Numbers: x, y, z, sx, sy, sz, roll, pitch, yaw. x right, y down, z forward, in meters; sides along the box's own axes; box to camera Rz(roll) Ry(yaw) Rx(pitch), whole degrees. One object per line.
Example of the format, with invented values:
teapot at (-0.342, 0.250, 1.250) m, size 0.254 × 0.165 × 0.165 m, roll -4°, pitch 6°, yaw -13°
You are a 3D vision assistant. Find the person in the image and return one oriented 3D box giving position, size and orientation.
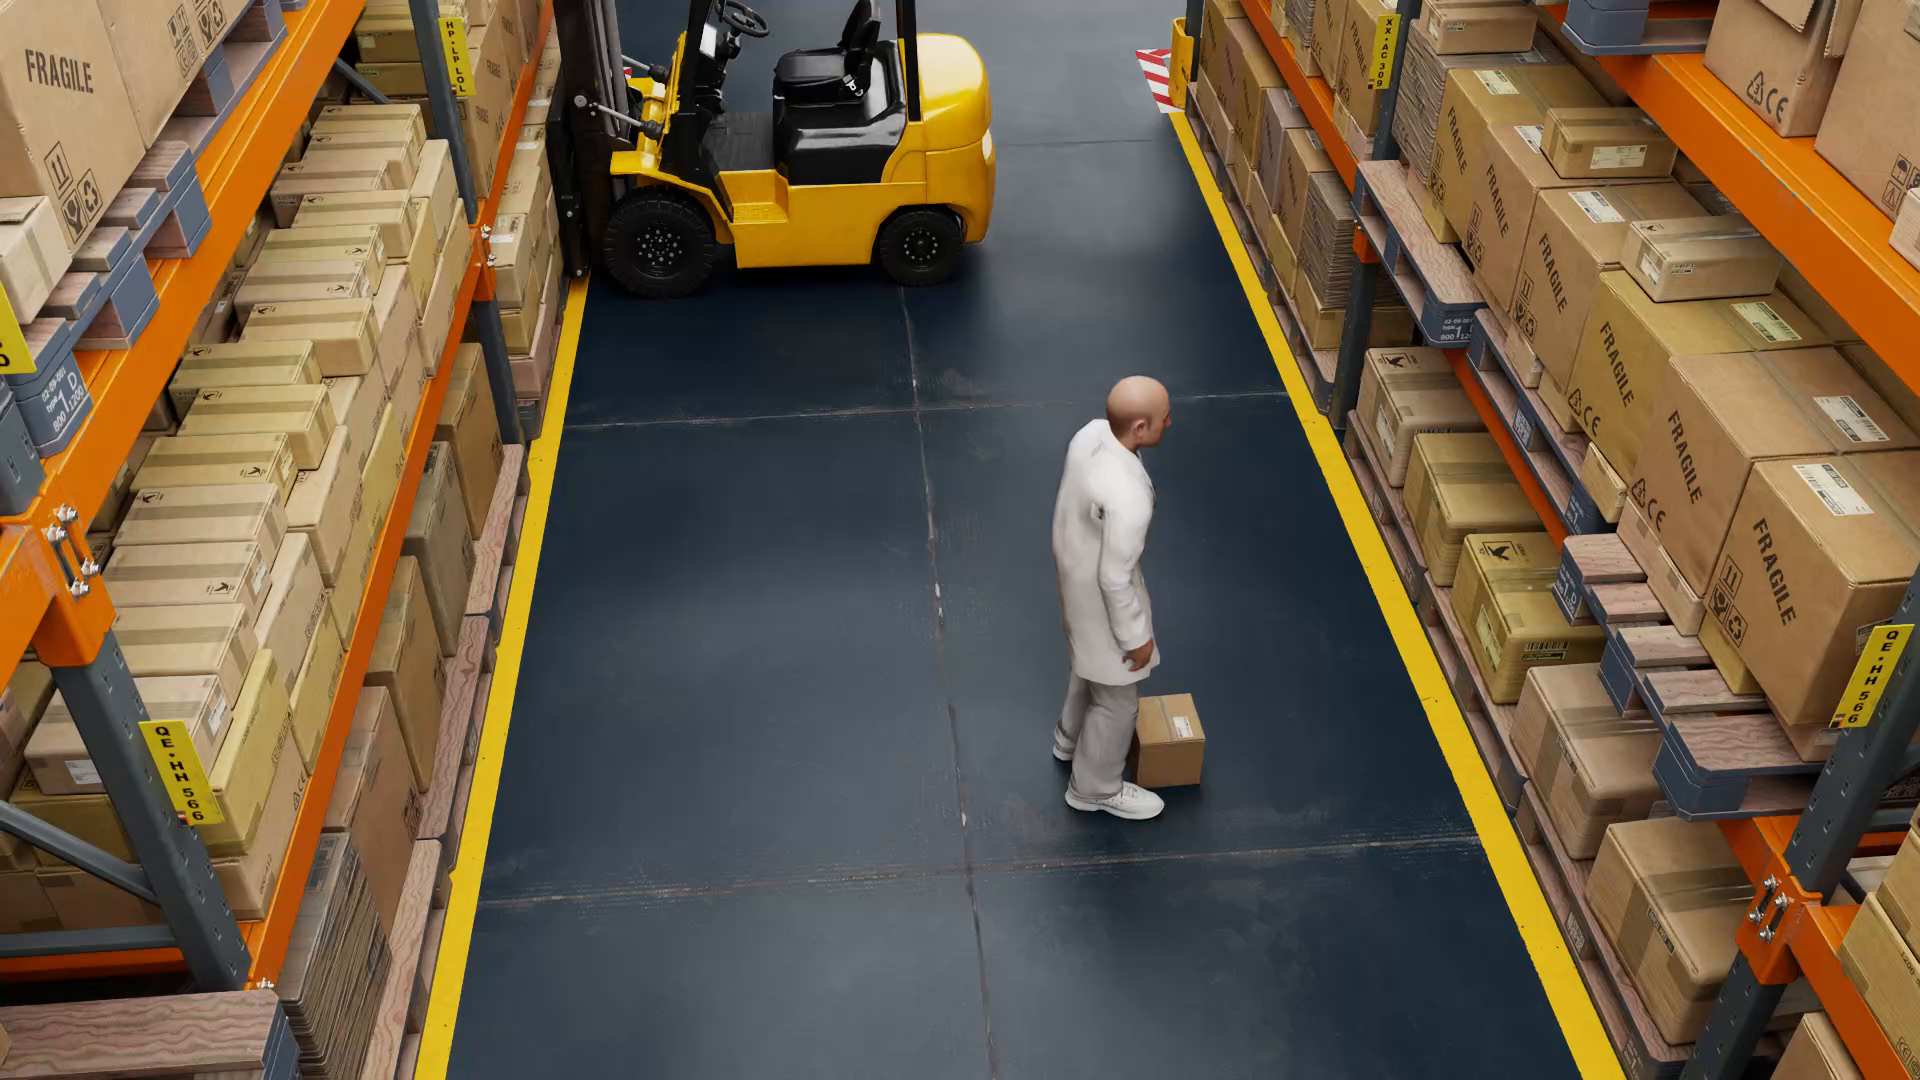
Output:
person at (0.536, 0.190, 5.927) m, size 0.417 × 1.774 × 0.656 m, roll -4°, pitch 39°, yaw -5°
